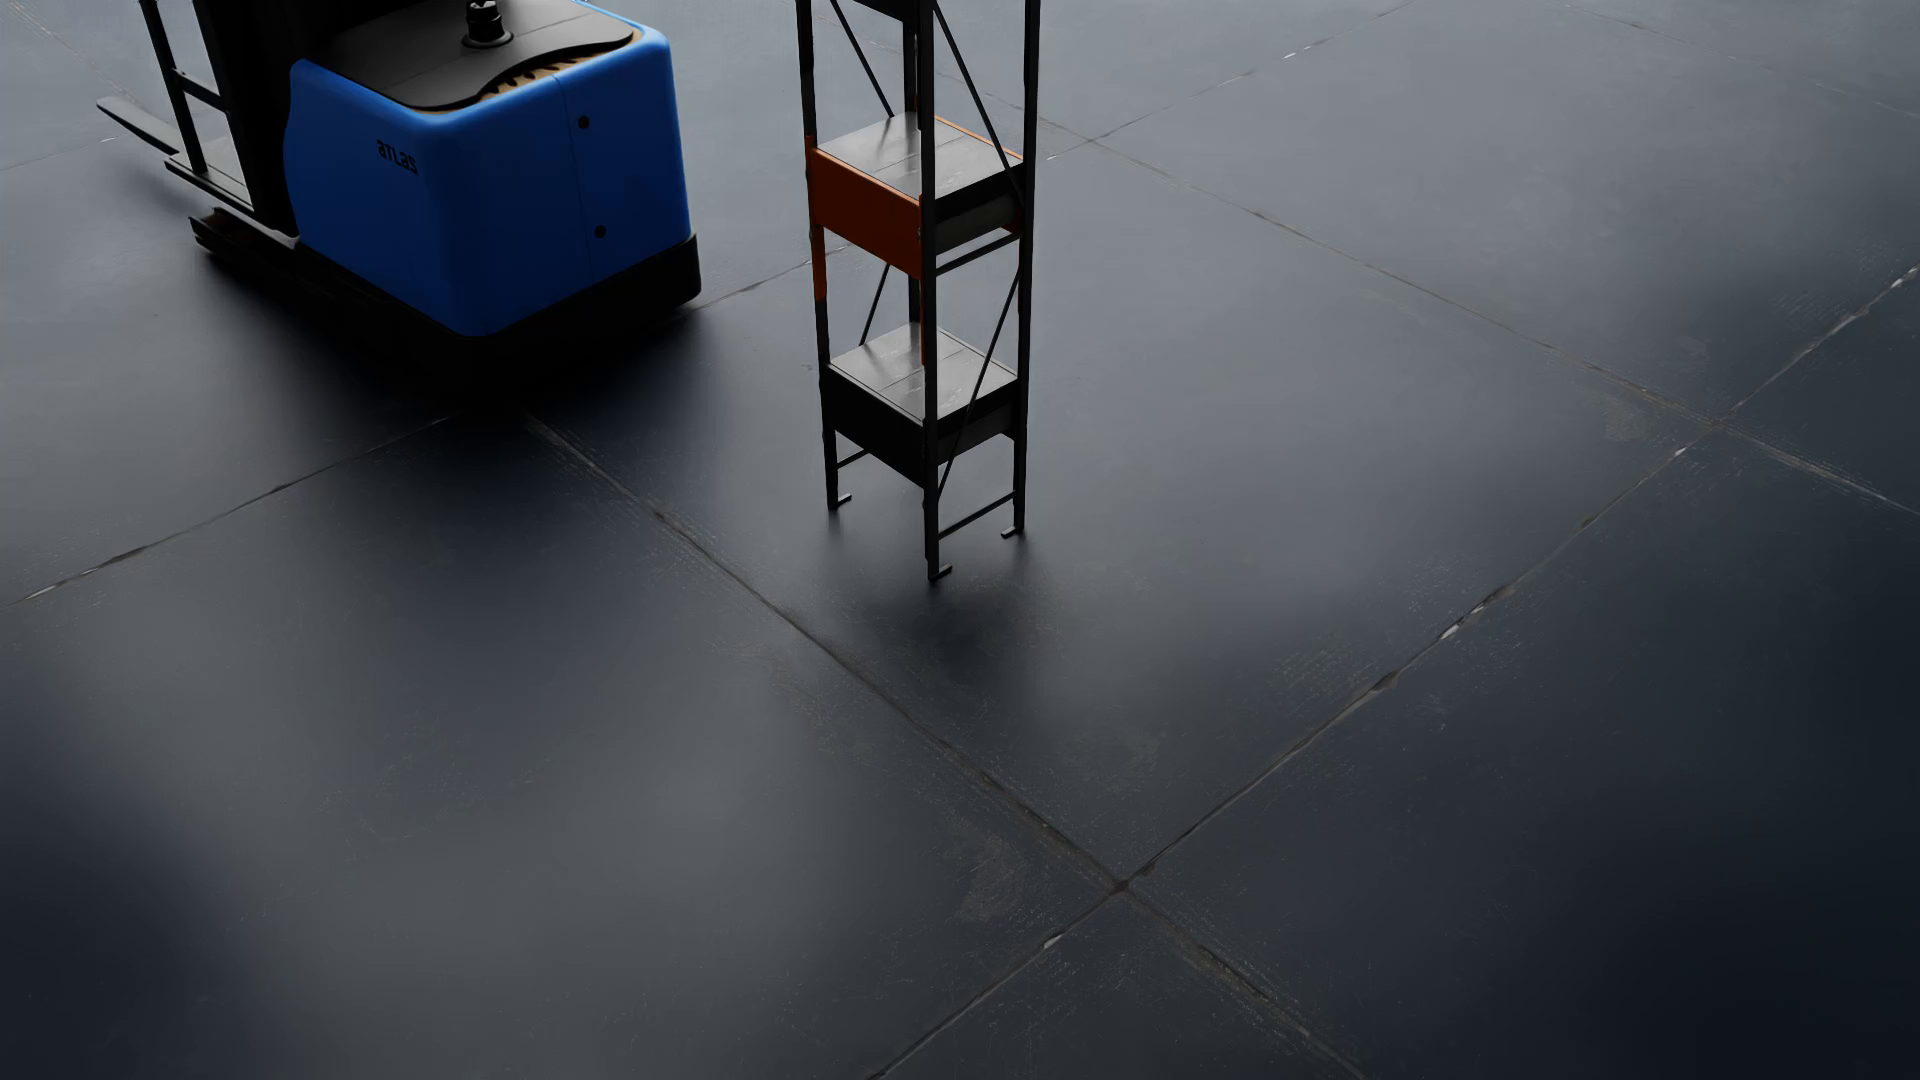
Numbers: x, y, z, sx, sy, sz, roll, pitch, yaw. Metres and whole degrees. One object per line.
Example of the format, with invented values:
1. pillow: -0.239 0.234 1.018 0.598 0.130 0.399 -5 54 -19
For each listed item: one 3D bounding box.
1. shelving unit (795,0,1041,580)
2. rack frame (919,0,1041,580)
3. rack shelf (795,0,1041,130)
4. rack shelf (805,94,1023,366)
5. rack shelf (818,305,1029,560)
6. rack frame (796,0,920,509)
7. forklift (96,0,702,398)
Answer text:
1. shelving unit: -0.112 -0.893 4.685 0.431 2.100 0.503 -30 48 -32
2. rack frame: 0.053 -0.781 4.545 0.400 2.100 0.015 -30 48 -32
3. rack shelf: -0.112 -1.427 4.254 0.431 0.518 0.480 -30 48 -32
4. rack shelf: -0.112 -0.883 4.694 0.431 0.518 0.480 -30 48 -32
5. rack shelf: -0.112 -0.338 5.134 0.431 0.518 0.480 -30 48 -32
6. rack frame: -0.277 -1.006 4.825 0.400 2.100 0.015 -30 48 -32
7. forklift: -2.422 -2.419 5.912 3.031 2.935 1.130 29 47 31
